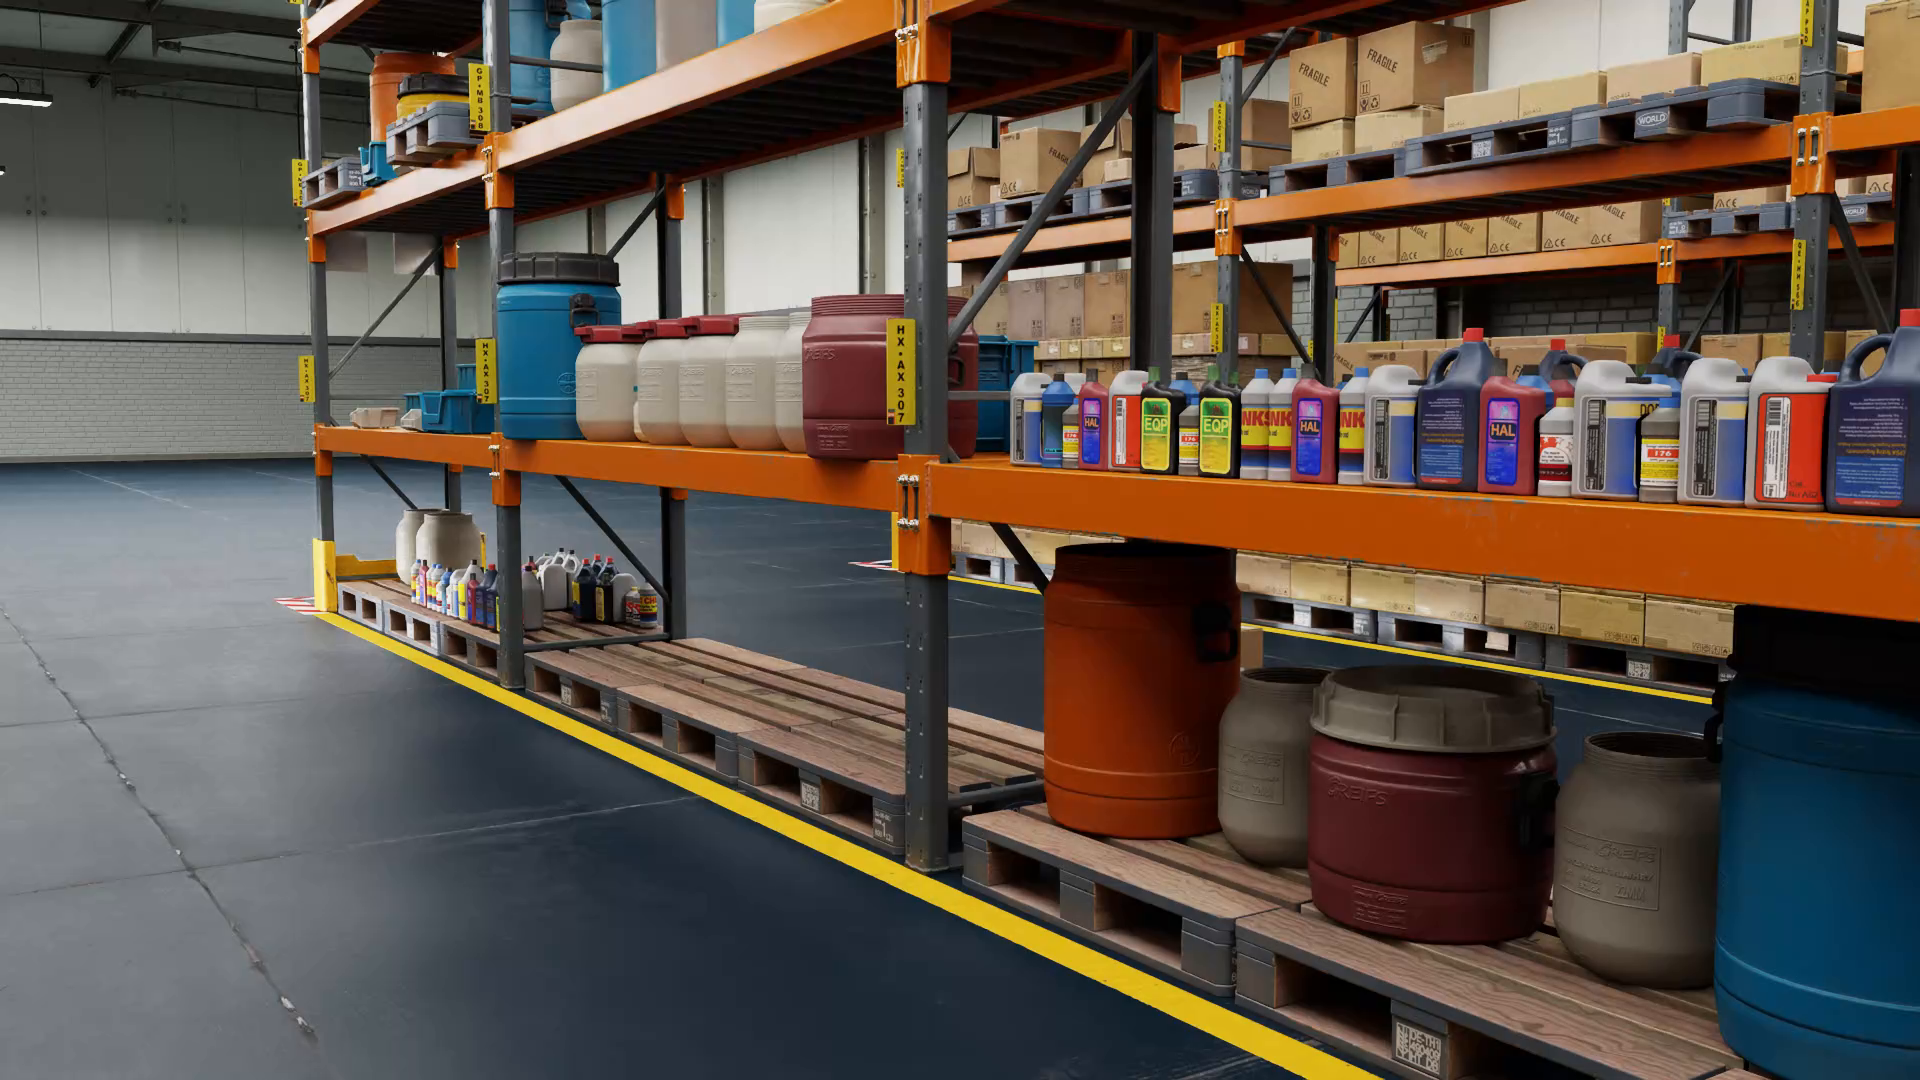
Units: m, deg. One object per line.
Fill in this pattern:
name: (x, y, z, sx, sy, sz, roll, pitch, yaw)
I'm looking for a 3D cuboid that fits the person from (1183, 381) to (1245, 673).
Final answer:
person: (1.300, -0.055, 8.950, 0.374, 1.593, 0.485, -4, 6, -37)
